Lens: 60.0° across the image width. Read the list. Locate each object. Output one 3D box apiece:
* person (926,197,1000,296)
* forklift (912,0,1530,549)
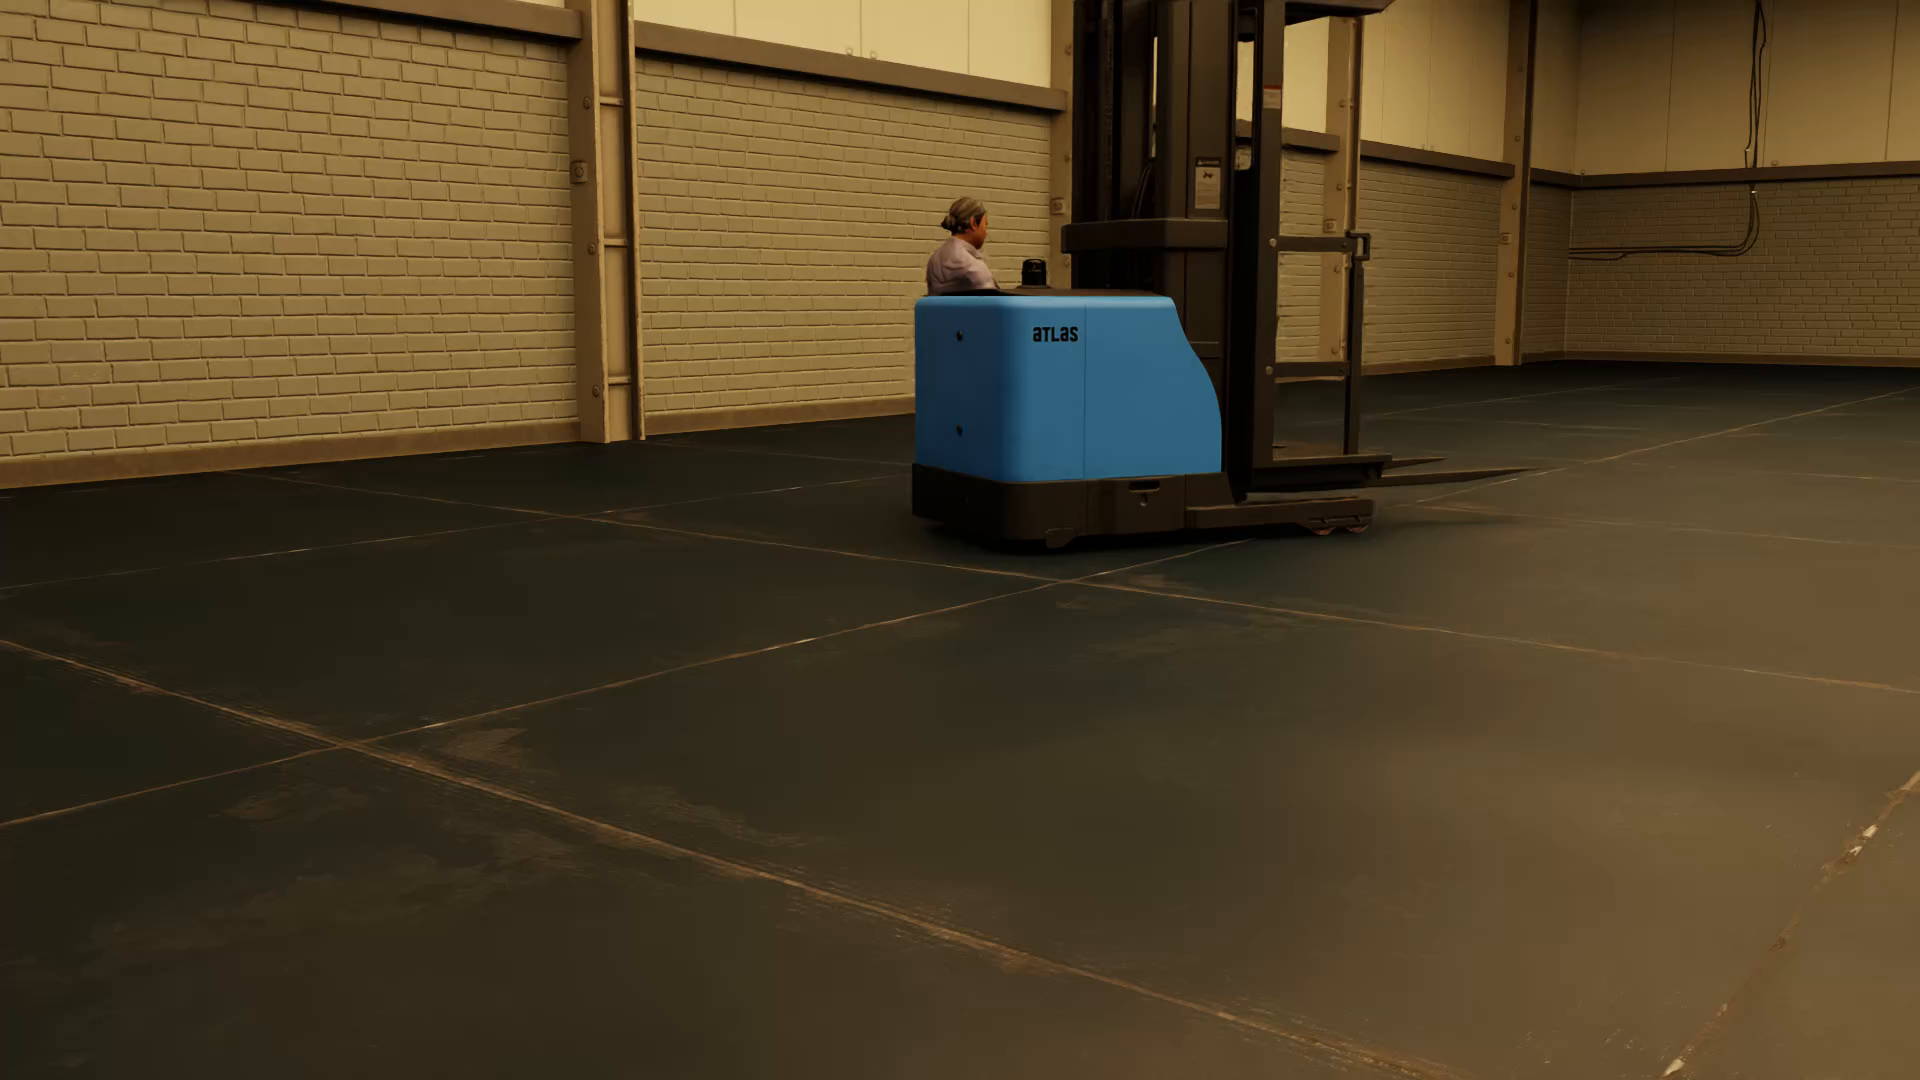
[{"bbox_3d":[0.192,-0.904,8.219,0.640,1.550,0.744,-3,9,-21],"label":"person"},{"bbox_3d":[1.335,-1.534,7.768,3.031,2.935,1.130,-4,9,-25],"label":"forklift"}]
